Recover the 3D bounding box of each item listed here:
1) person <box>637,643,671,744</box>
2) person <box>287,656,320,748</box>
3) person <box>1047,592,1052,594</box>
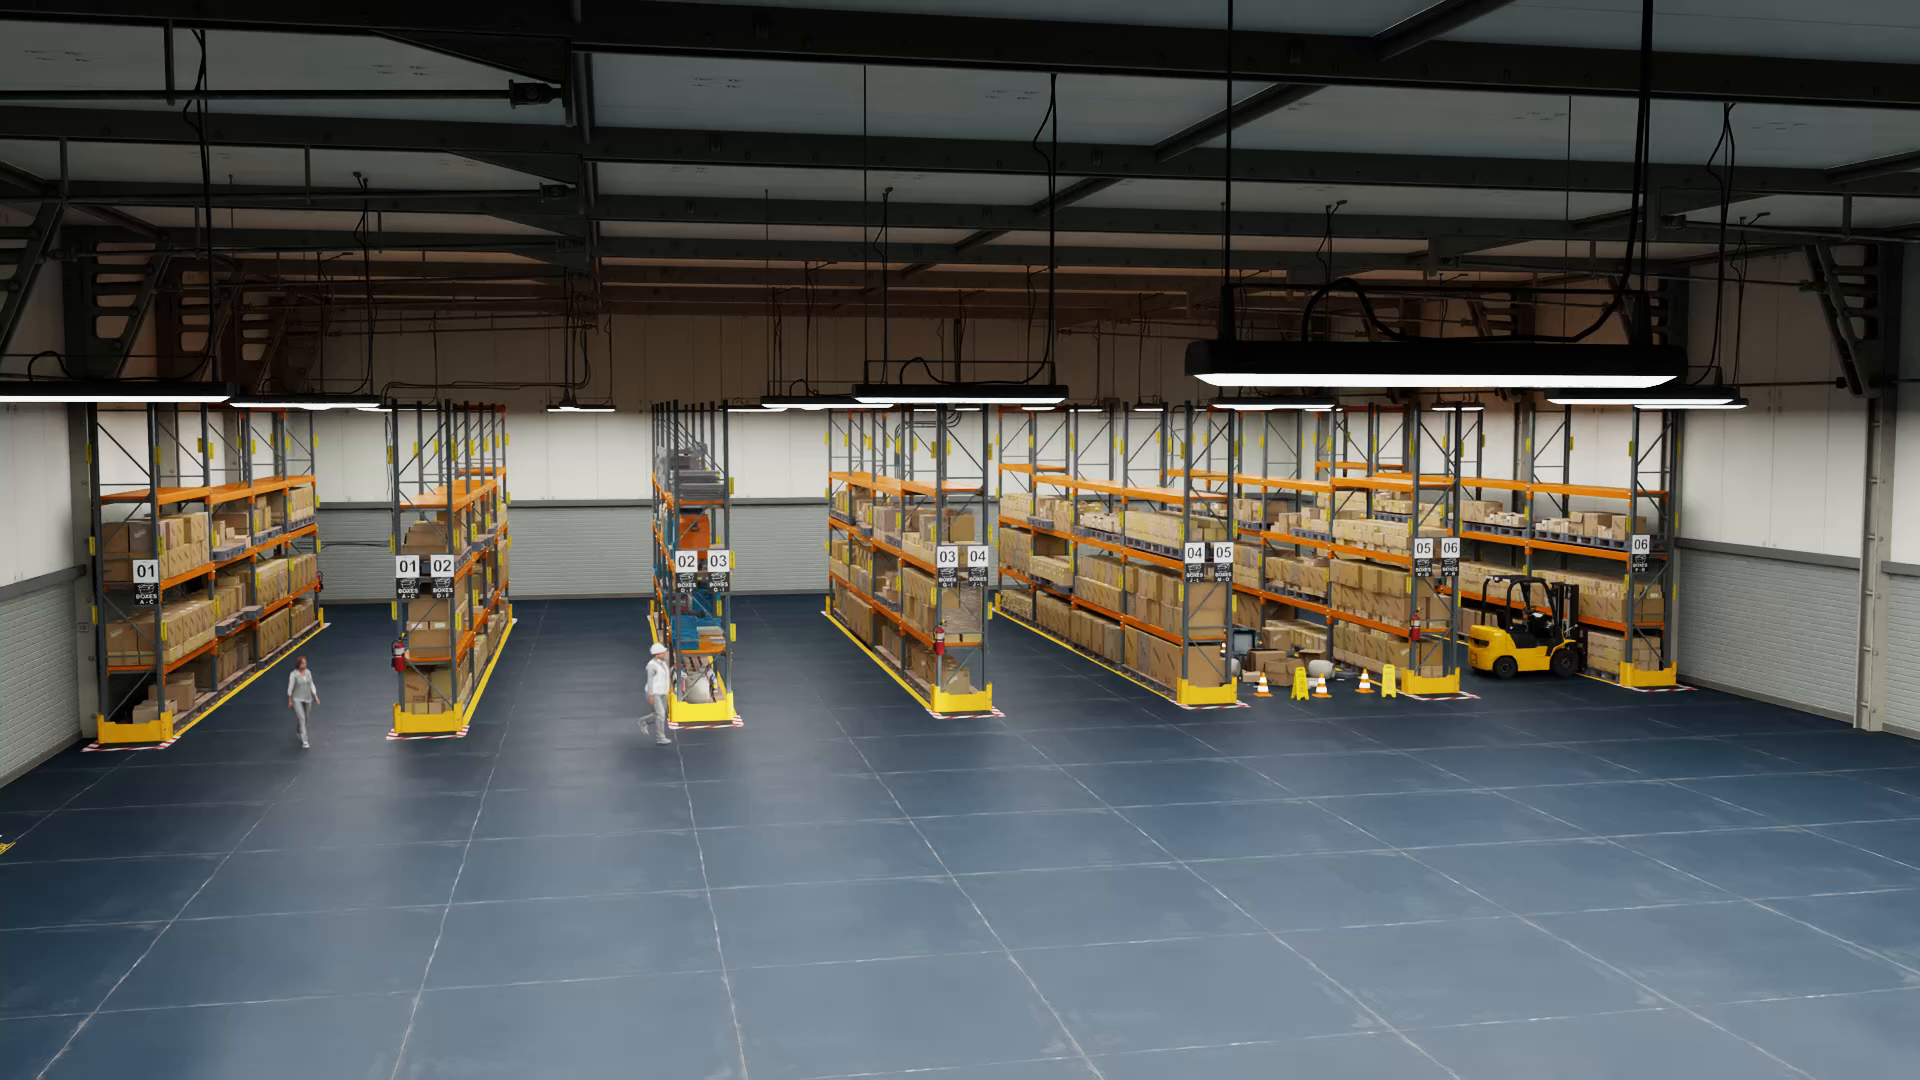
[{"bbox_3d":[-5.329,2.658,29.036,0.818,1.745,0.536,2,5,28],"label":"person"},{"bbox_3d":[-11.376,2.780,28.752,0.485,1.504,1.003,-3,5,-38],"label":"person"},{"bbox_3d":[2.832,0.947,51.605,0.840,1.738,0.527,-4,6,-43],"label":"person"}]
